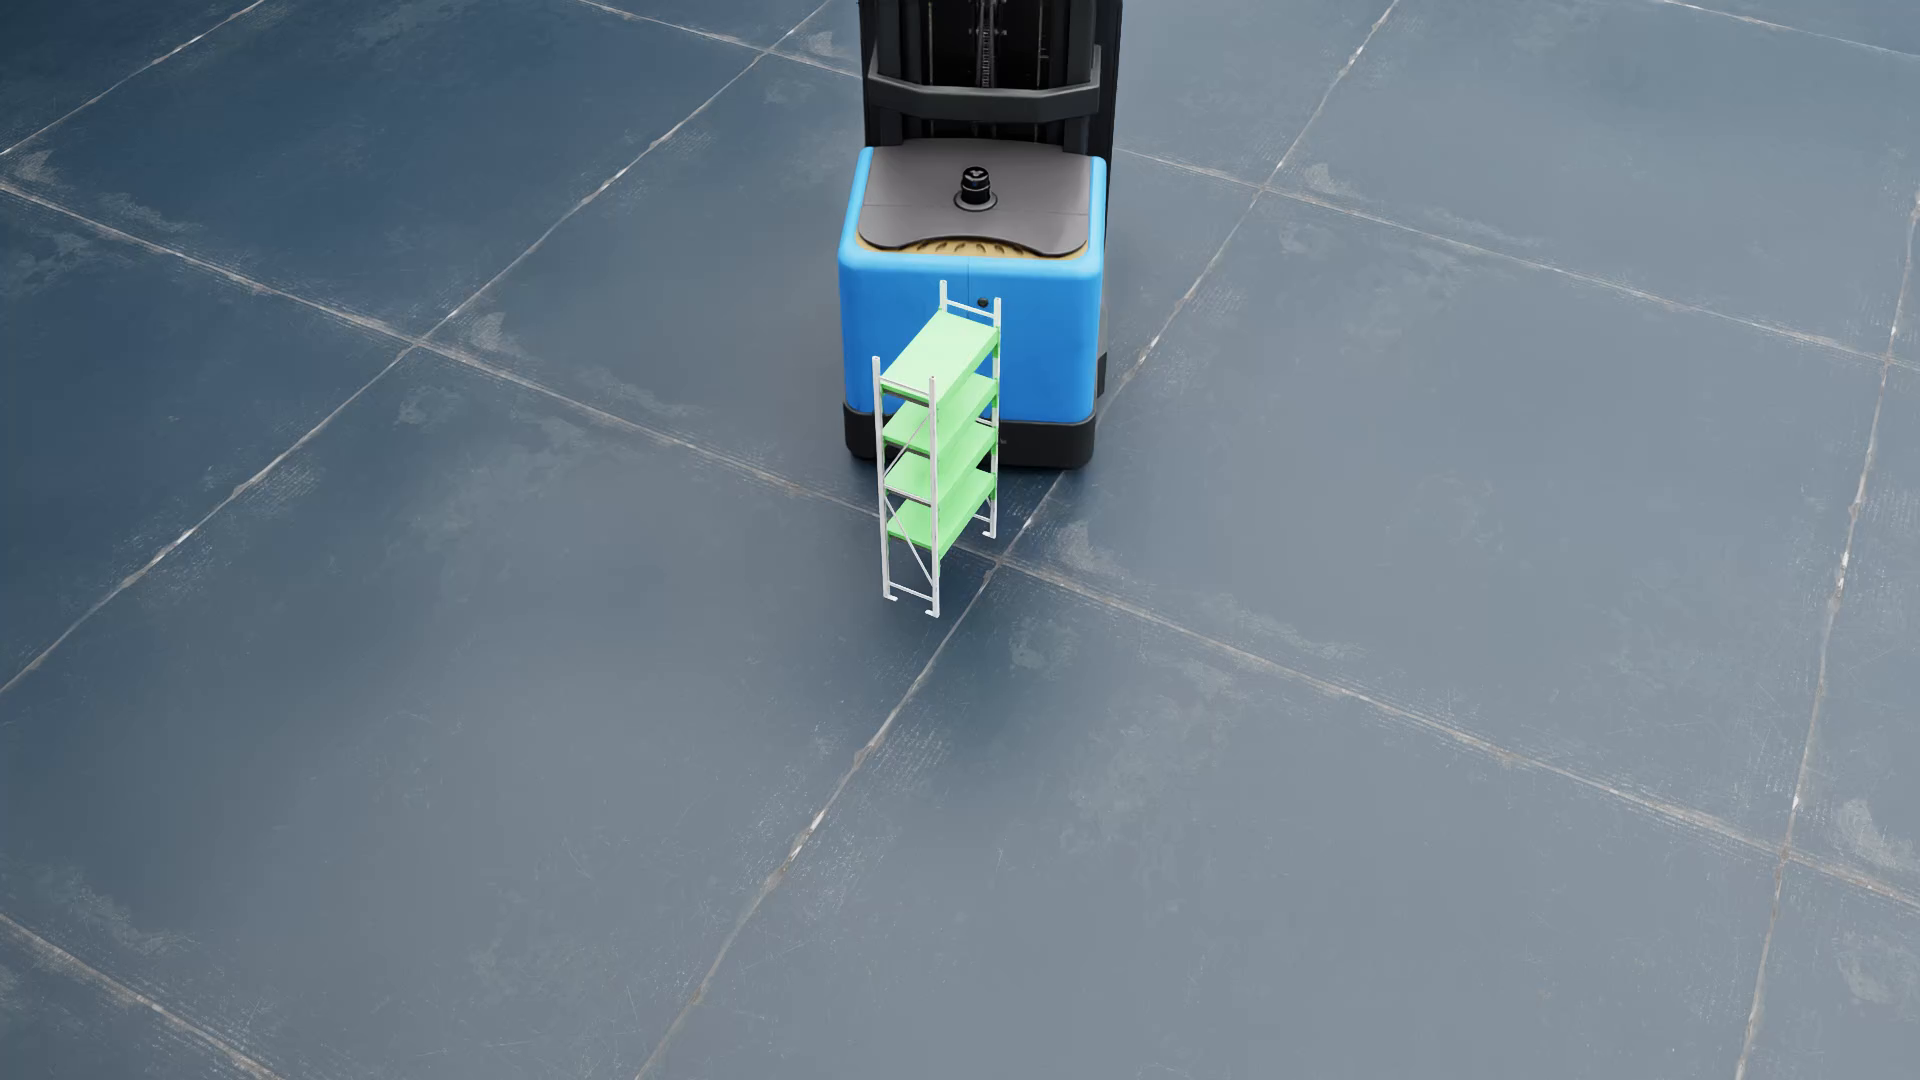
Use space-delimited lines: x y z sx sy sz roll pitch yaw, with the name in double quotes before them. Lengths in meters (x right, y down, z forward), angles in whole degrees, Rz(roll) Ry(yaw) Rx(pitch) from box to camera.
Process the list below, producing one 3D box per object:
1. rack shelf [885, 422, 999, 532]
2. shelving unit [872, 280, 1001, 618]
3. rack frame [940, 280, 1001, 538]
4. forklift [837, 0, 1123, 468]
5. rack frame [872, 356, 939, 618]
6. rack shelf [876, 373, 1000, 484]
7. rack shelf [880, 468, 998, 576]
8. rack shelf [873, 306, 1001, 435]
"rack shelf" -0.077 -0.273 6.266 0.258 0.148 0.480 20 49 19
"shelving unit" -0.077 -0.317 6.220 0.258 1.200 0.503 20 49 19
"rack frame" 0.036 -0.471 6.372 0.240 1.200 0.015 20 49 19
"forklift" 0.146 -2.376 7.037 1.130 2.935 3.031 3 45 3
"rack frame" -0.190 -0.164 6.068 0.240 1.200 0.015 20 49 19
"rack shelf" -0.077 -0.441 6.095 0.258 0.148 0.480 20 49 19
"rack shelf" -0.077 -0.104 6.436 0.258 0.148 0.480 20 49 19
"rack shelf" -0.077 -0.610 5.924 0.258 0.148 0.480 20 49 19
